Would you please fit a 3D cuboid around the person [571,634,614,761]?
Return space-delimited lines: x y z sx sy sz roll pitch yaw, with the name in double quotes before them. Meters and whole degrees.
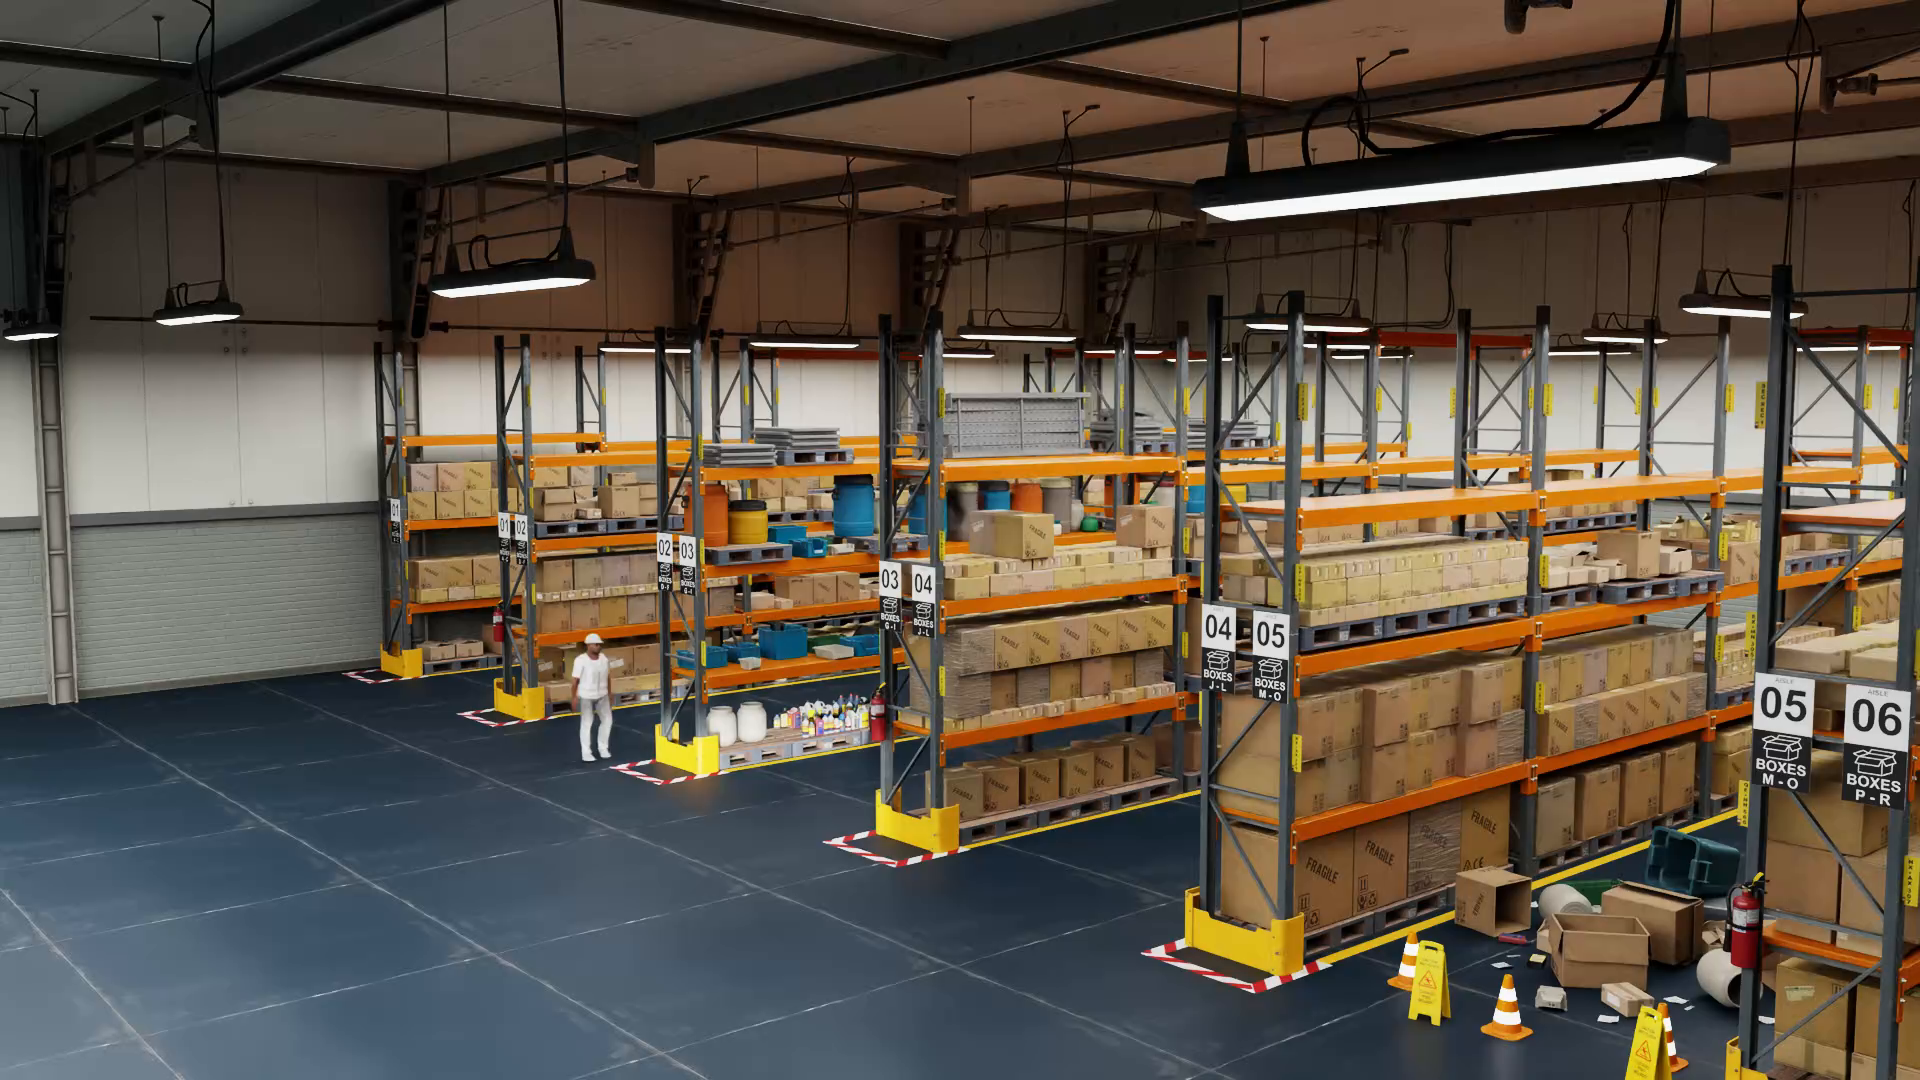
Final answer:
"person" -5.130 2.189 23.139 0.399 1.781 0.654 5 7 44

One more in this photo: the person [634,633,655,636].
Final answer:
"person" -5.607 1.688 29.453 0.574 1.574 0.646 -1 5 -13

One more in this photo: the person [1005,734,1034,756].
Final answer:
"person" 0.873 2.186 23.231 0.394 1.726 0.574 2 6 21
